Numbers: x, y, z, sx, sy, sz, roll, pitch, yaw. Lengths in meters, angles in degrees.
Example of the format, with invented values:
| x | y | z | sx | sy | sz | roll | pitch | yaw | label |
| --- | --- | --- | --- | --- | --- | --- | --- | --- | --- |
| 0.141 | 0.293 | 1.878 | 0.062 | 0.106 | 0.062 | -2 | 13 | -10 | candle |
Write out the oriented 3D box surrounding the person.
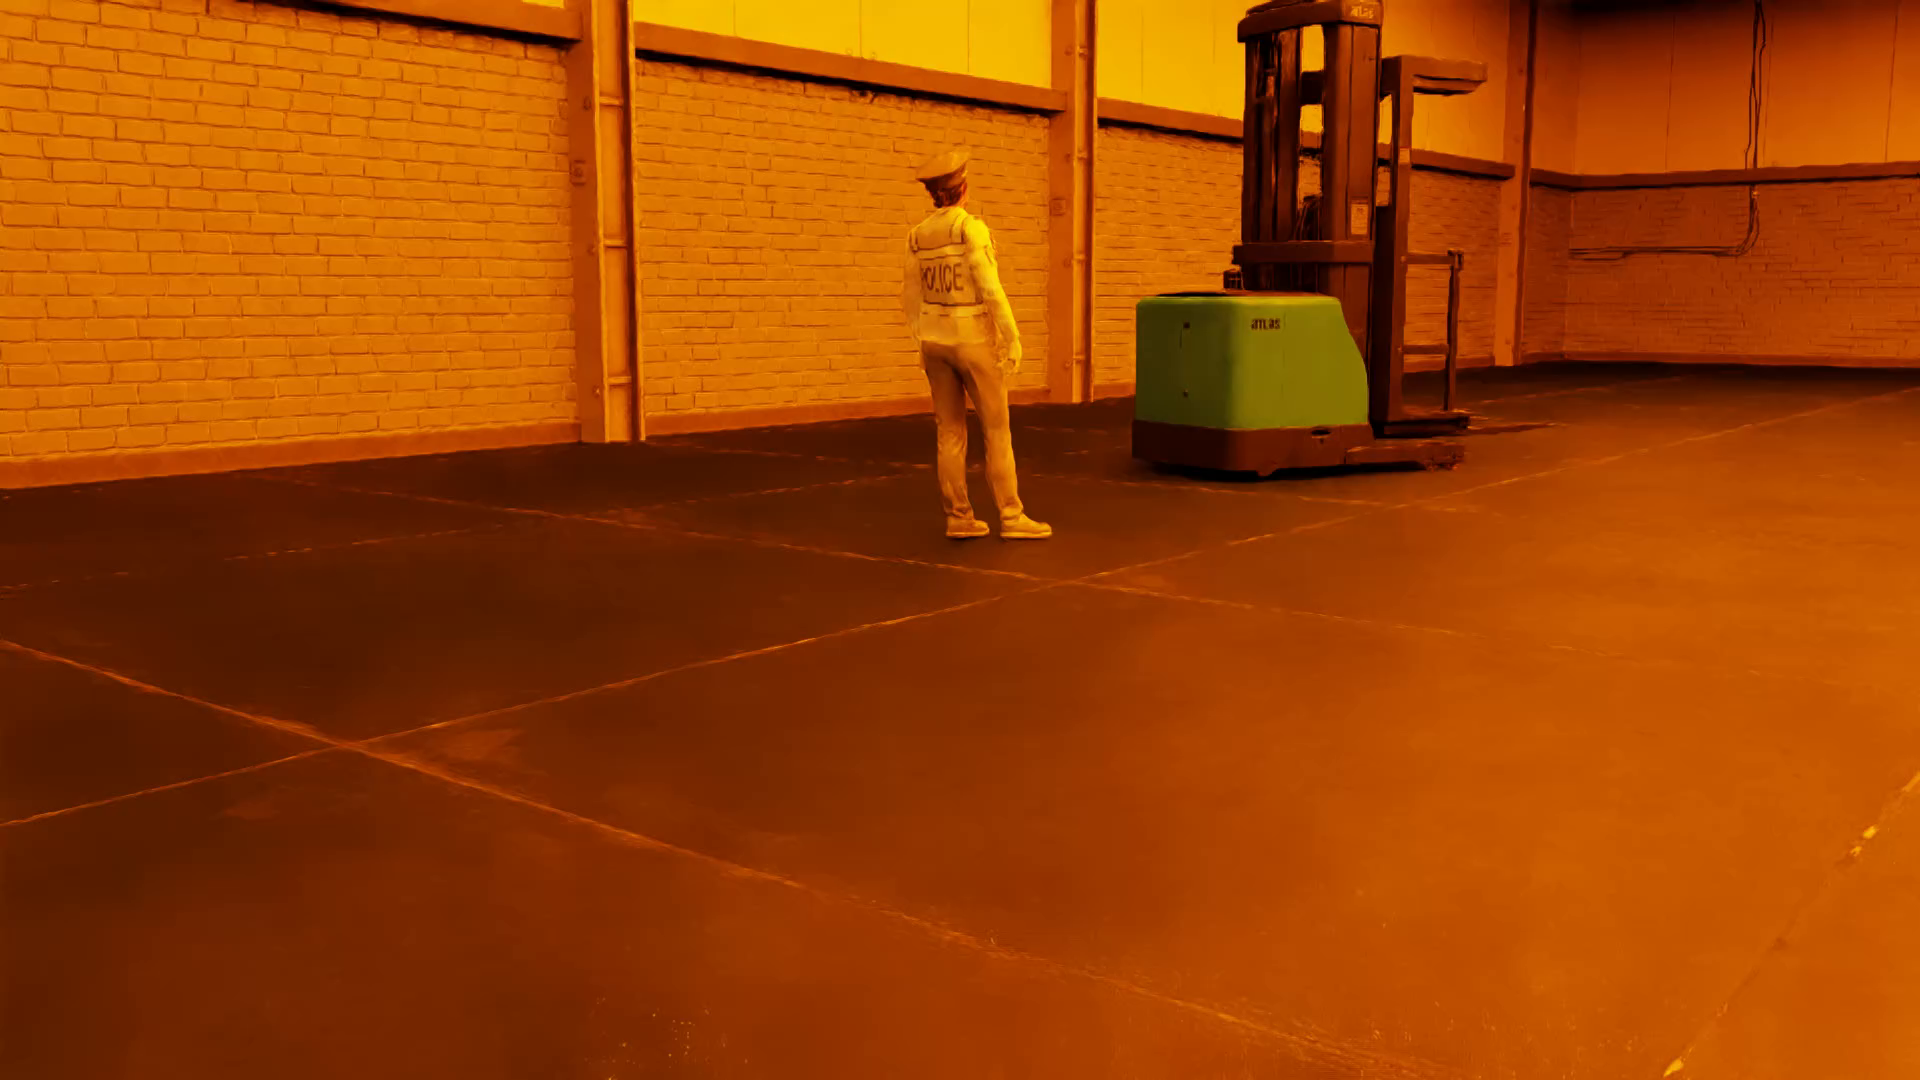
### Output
| x | y | z | sx | sy | sz | roll | pitch | yaw | label |
| --- | --- | --- | --- | --- | --- | --- | --- | --- | --- |
| 0.048 | -0.853 | 7.329 | 0.586 | 1.695 | 0.532 | 7 | 11 | 38 | person |

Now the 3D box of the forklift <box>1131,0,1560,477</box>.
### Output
| x | y | z | sx | sy | sz | roll | pitch | yaw | label |
| --- | --- | --- | --- | --- | --- | --- | --- | --- | --- |
| 2.608 | -1.953 | 10.630 | 3.031 | 2.935 | 1.130 | -5 | 10 | -31 | forklift |
